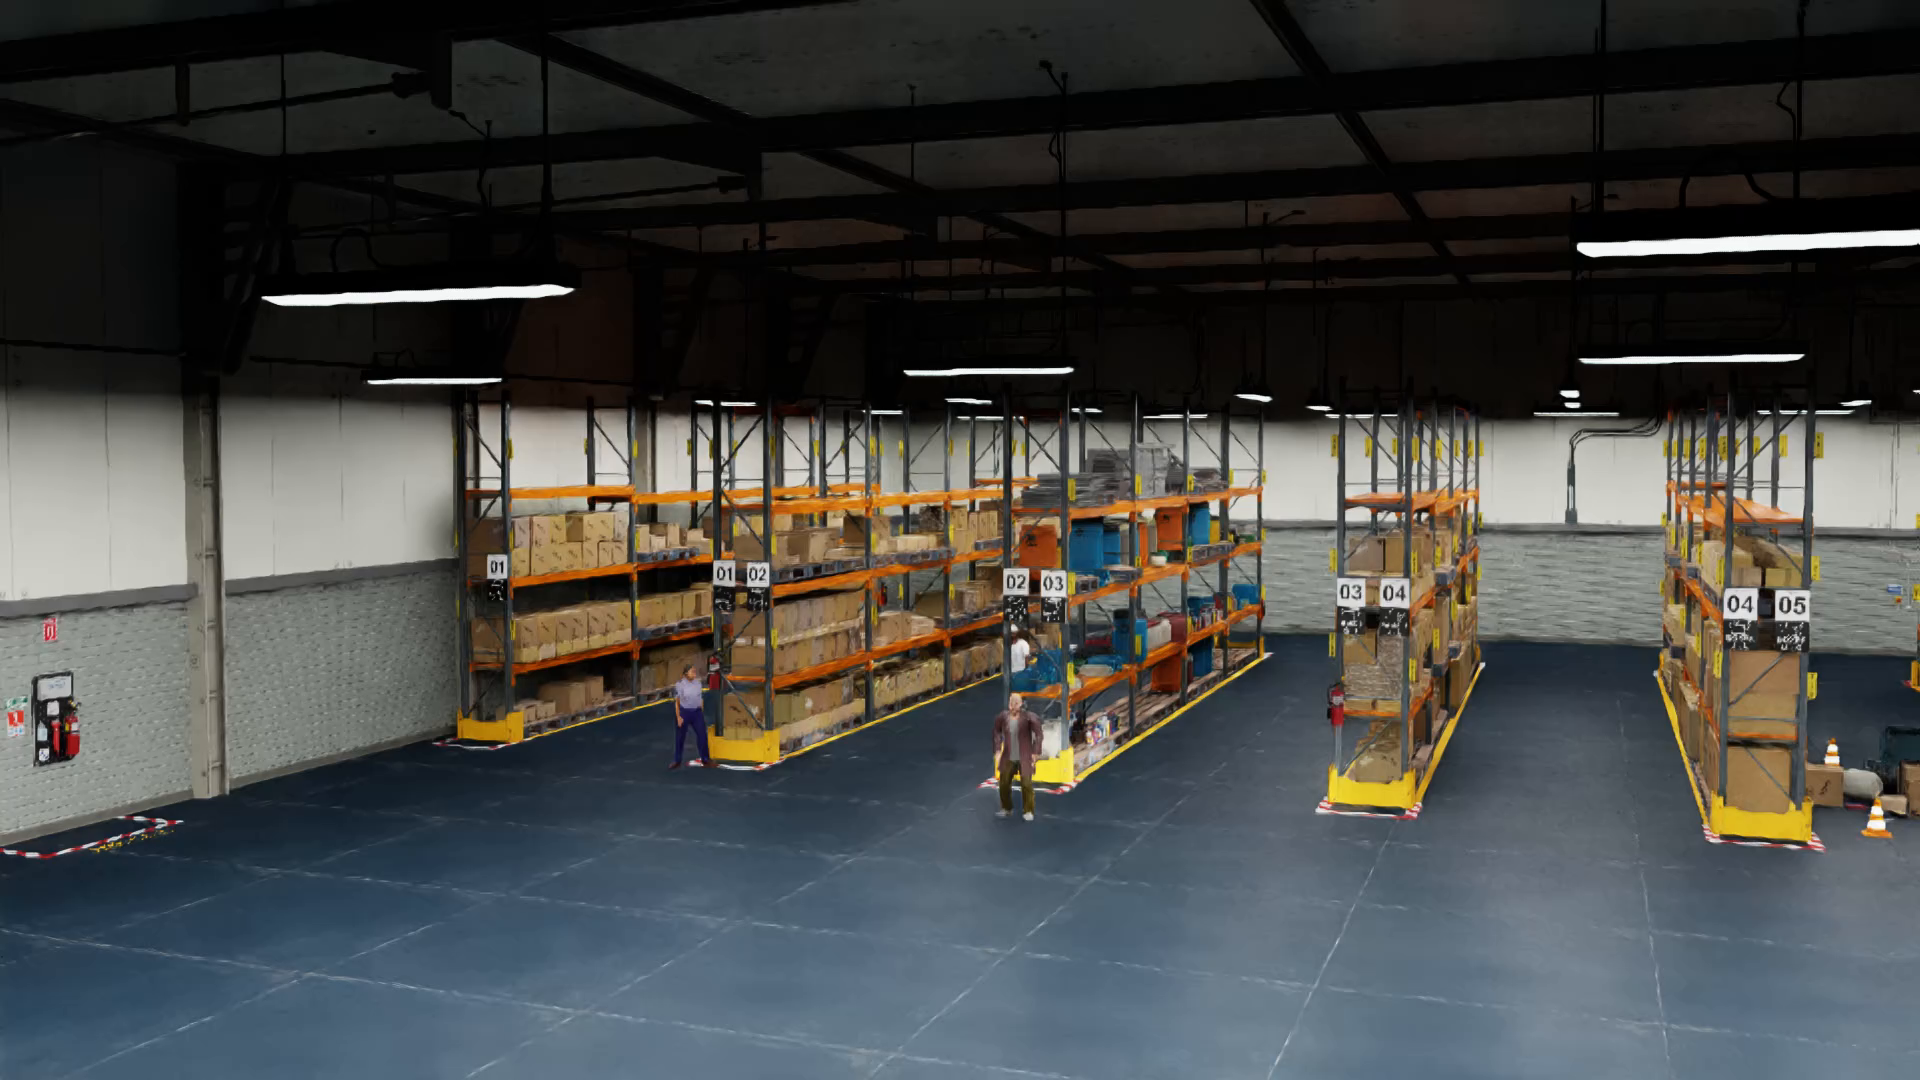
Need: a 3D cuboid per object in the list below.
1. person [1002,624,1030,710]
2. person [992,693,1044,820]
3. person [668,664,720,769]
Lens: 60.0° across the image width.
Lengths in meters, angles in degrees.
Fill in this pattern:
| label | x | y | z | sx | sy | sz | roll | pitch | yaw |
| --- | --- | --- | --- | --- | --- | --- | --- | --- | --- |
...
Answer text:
| label | x | y | z | sx | sy | sz | roll | pitch | yaw |
| --- | --- | --- | --- | --- | --- | --- | --- | --- | --- |
| person | 1.037 | 2.429 | 31.180 | 0.591 | 1.716 | 1.042 | 1 | 3 | 19 |
| person | 0.774 | 2.907 | 22.395 | 0.729 | 1.733 | 0.546 | 1 | 3 | 19 |
| person | -4.186 | 2.742 | 25.974 | 0.721 | 1.642 | 0.527 | -2 | 4 | -36 |
